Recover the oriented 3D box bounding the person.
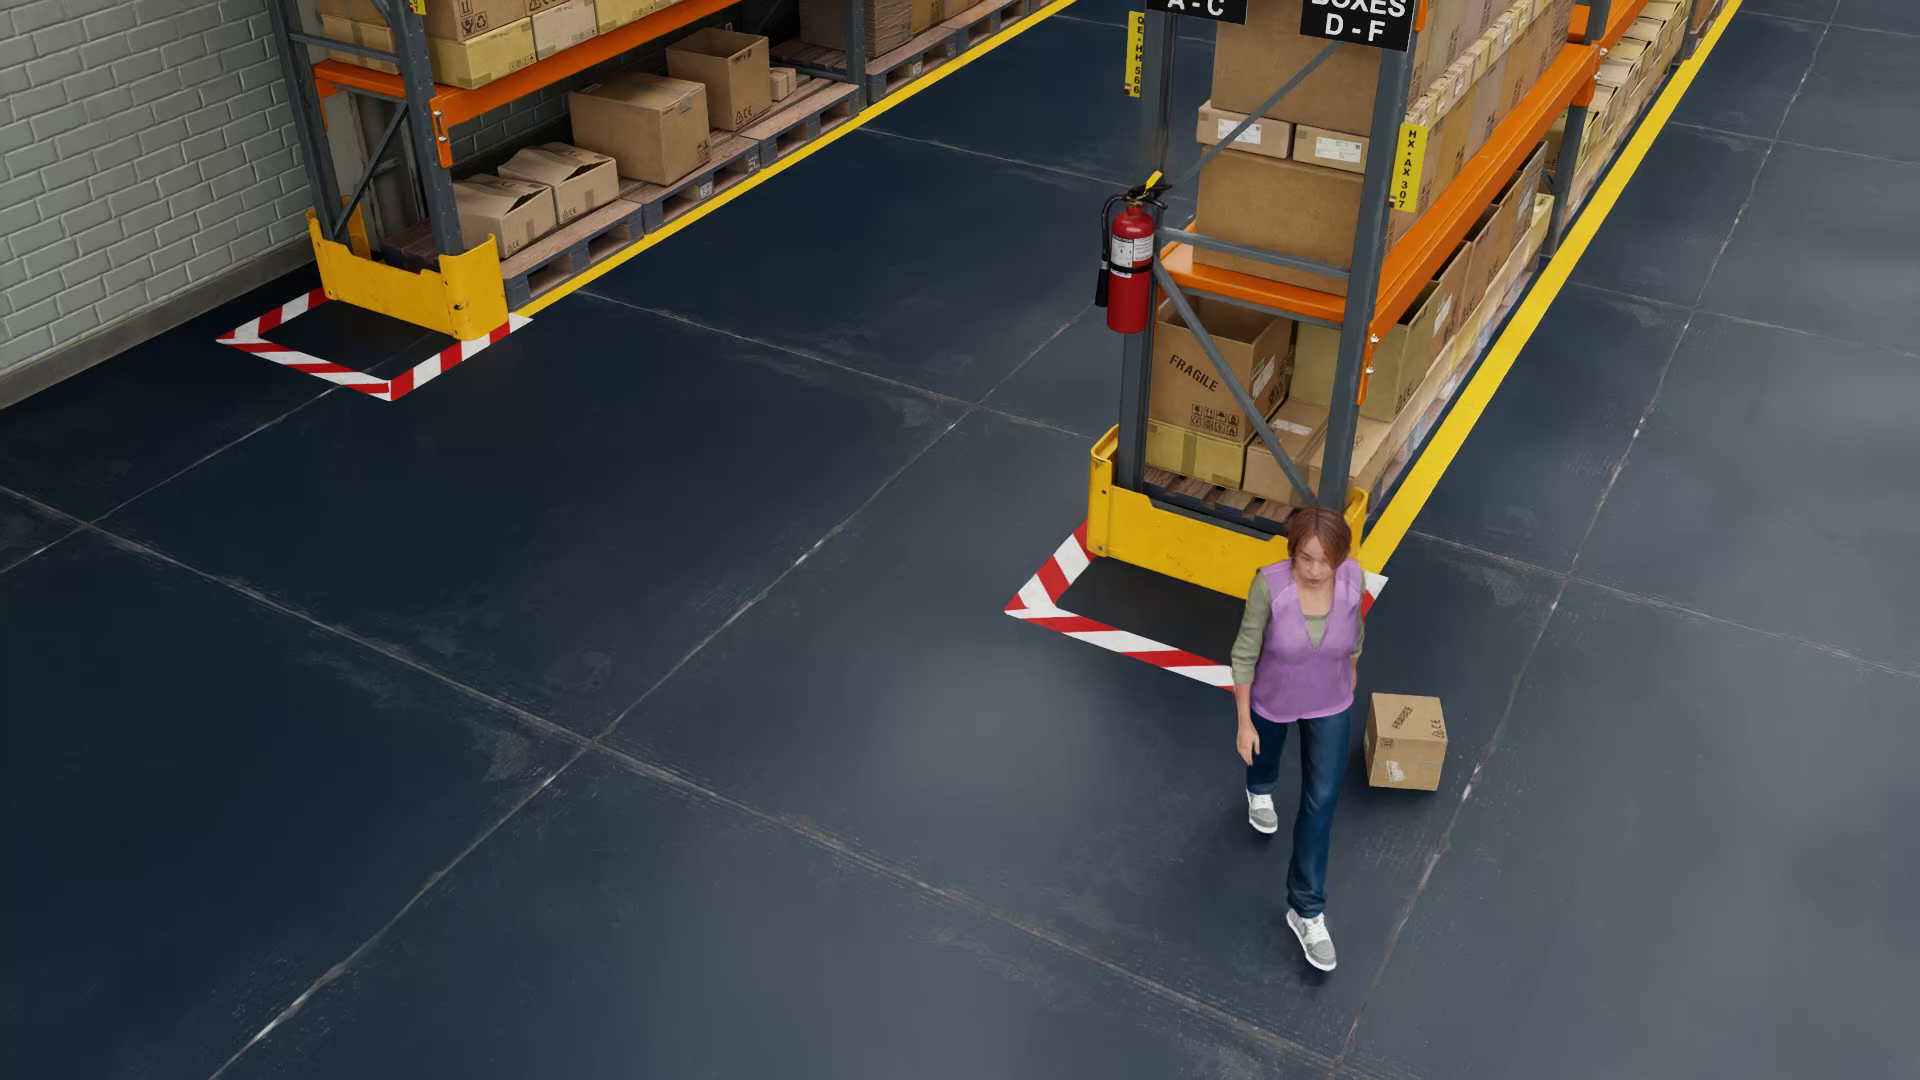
[{"bbox_3d":[1.074,0.527,5.371,0.436,1.543,0.891,3,35,4],"label":"person"}]
